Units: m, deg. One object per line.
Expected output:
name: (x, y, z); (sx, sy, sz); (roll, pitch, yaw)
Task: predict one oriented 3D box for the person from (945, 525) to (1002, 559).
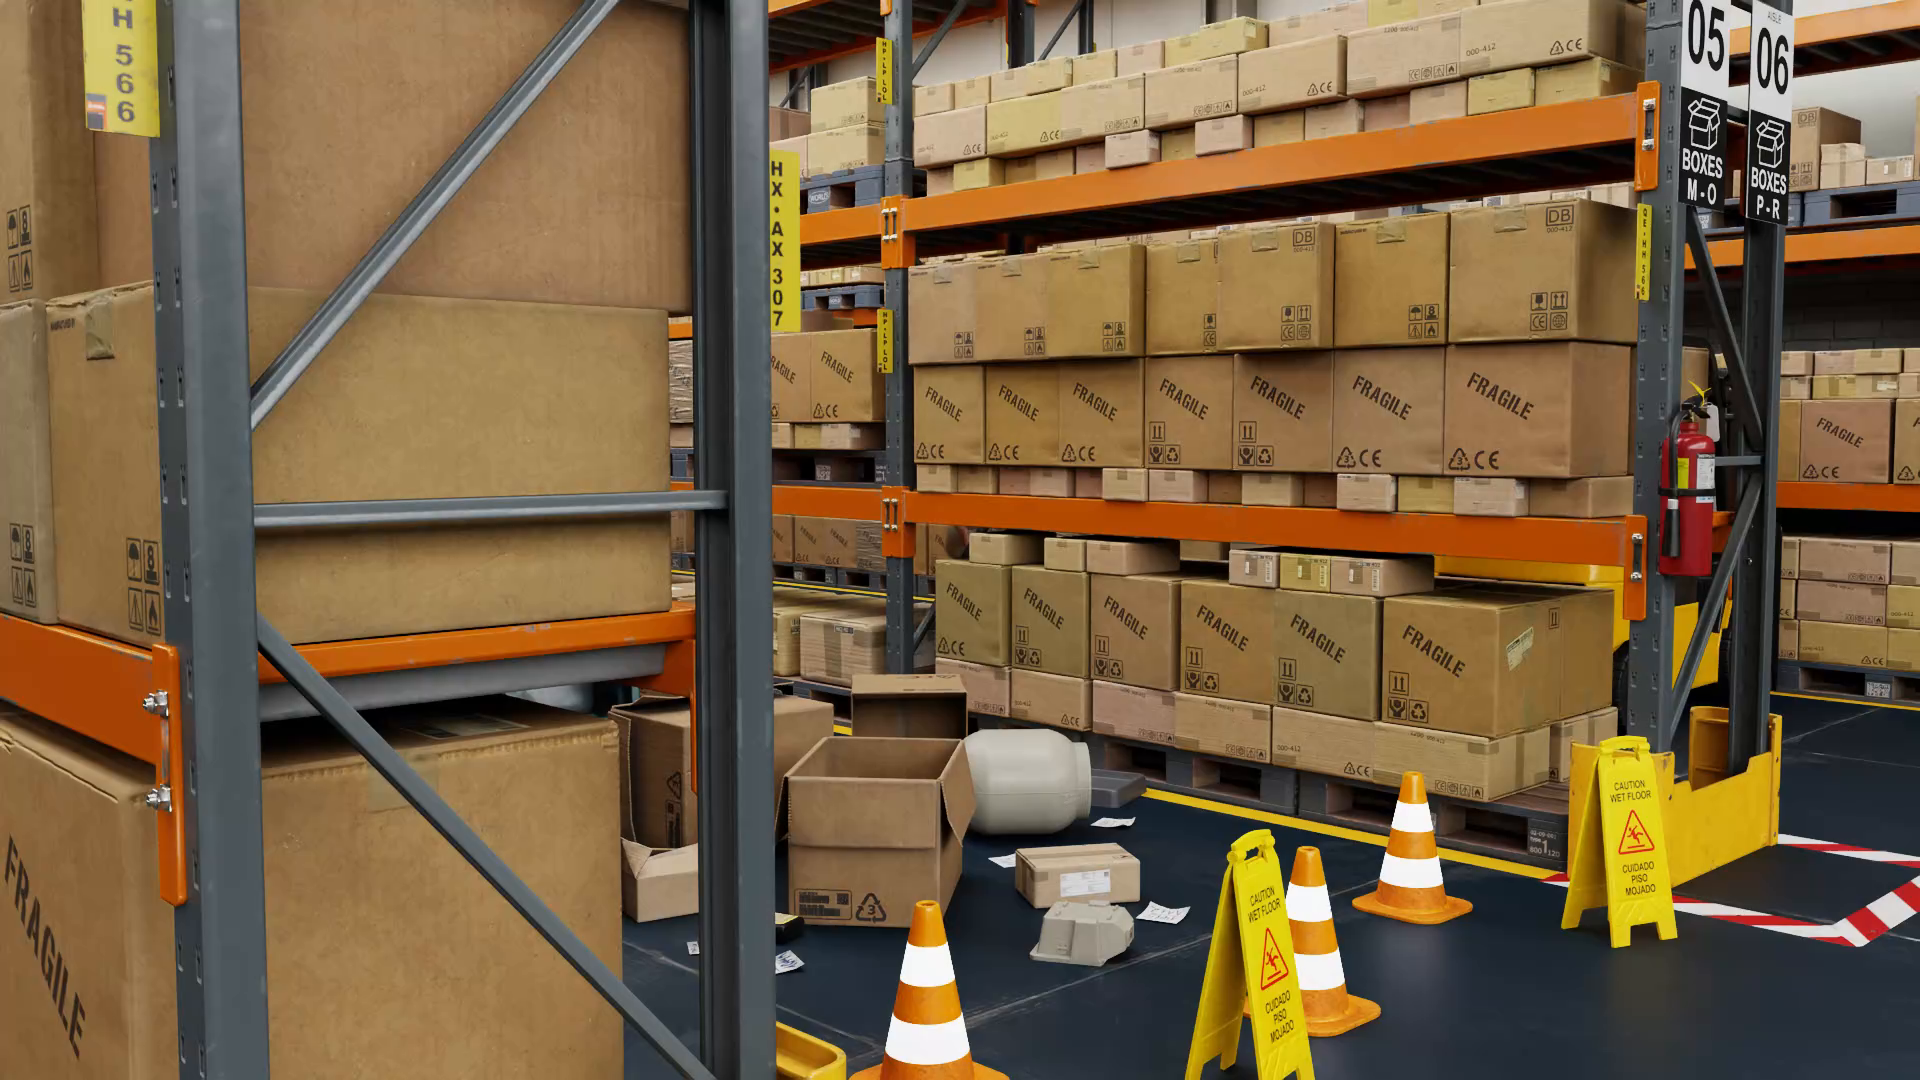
person: (0.154, 0.029, 11.392); (0.554, 1.684, 0.415); (-4, 5, -42)
